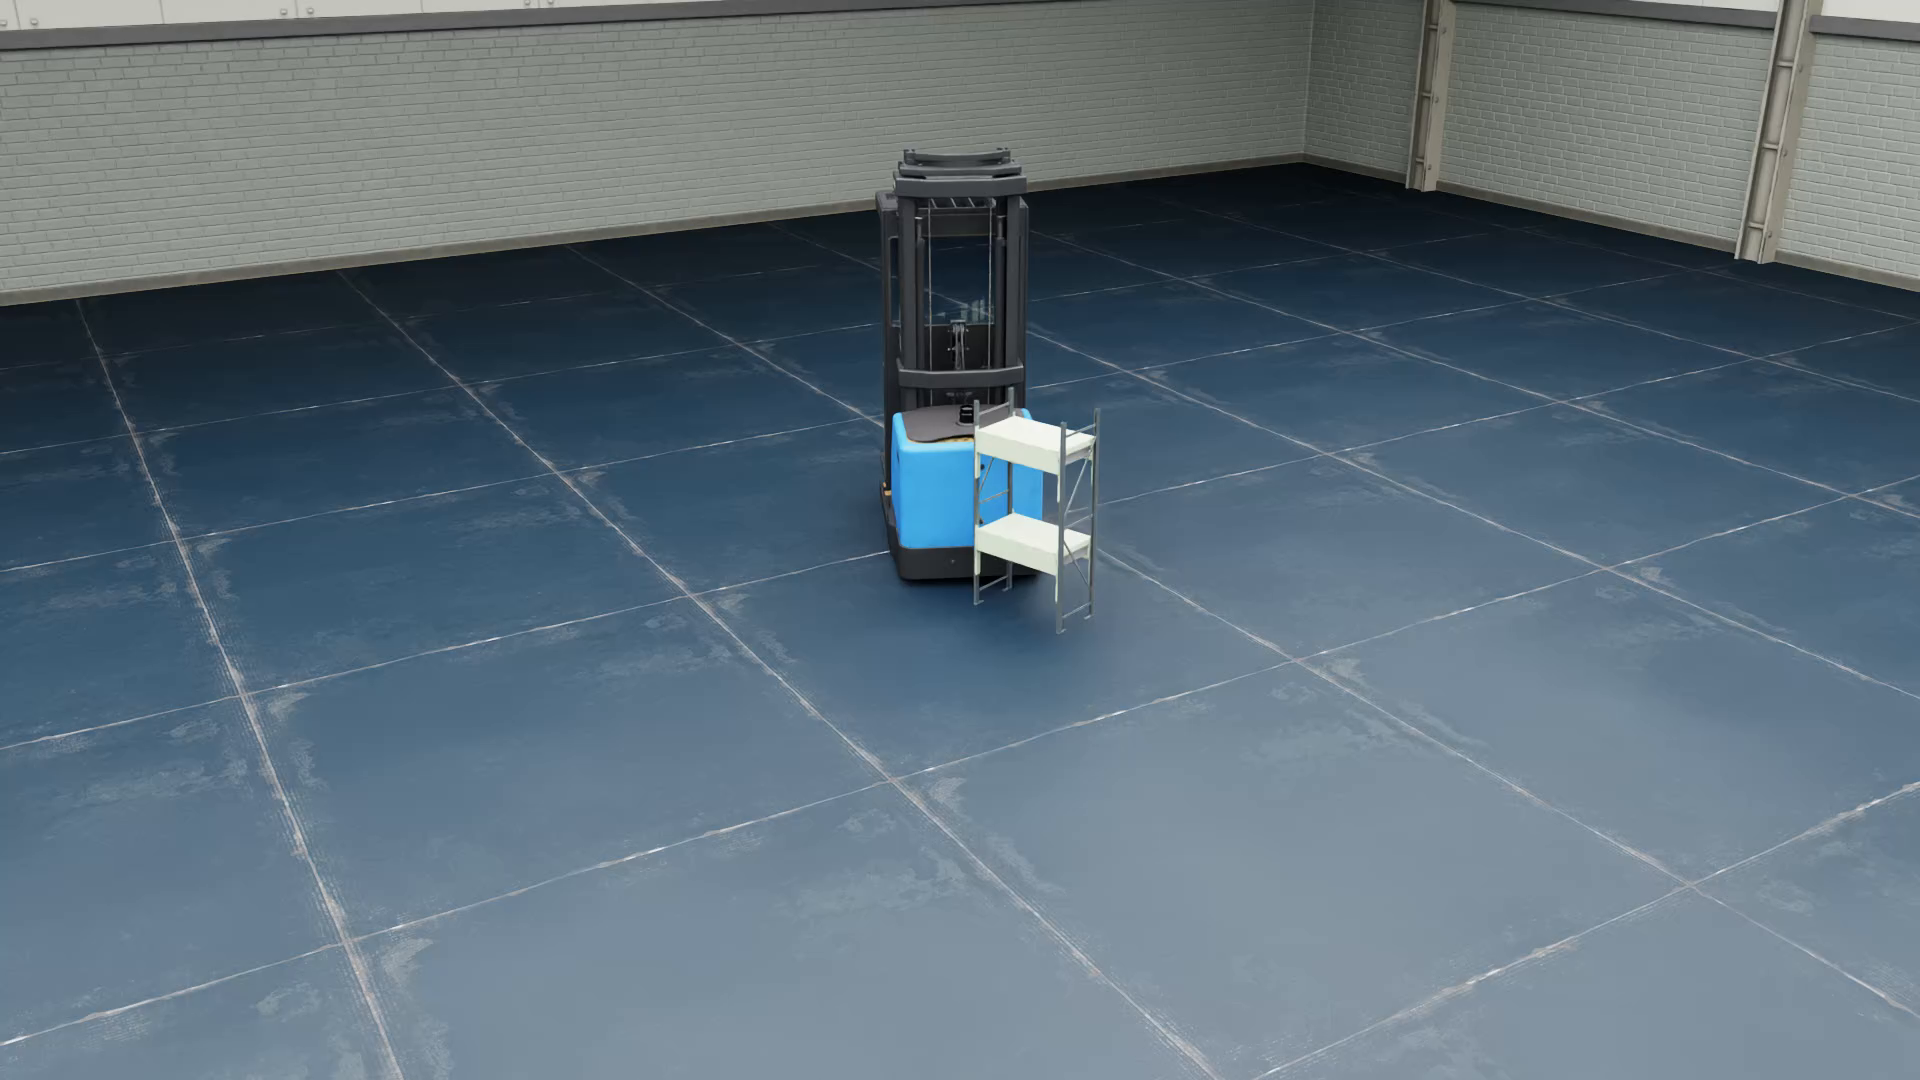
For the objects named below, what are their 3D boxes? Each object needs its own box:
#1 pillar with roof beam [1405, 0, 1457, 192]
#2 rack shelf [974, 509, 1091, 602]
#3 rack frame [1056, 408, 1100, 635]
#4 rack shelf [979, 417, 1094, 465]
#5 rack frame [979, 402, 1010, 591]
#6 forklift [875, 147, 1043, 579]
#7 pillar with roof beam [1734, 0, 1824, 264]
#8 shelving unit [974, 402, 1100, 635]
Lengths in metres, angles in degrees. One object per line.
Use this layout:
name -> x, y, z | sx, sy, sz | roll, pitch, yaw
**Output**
pillar with roof beam -> 3.692, -8.971, 22.932 | 9.100, 9.000, 0.400 | -13, 25, -28
rack shelf -> 0.510, 0.098, 11.442 | 0.720, 0.370, 0.431 | 18, 28, 37
rack frame -> 0.787, -0.114, 11.097 | 0.023, 1.500, 0.400 | 18, 28, 37
rack shelf -> 0.508, -0.655, 11.132 | 0.686, 0.124, 0.368 | 18, 28, 37
rack frame -> 0.231, -0.293, 11.538 | 0.010, 1.308, 0.380 | 18, 28, 37
forklift -> -0.066, -1.591, 12.834 | 1.130, 2.935, 3.031 | -2, 22, -6
pillar with roof beam -> 6.757, -7.029, 18.153 | 9.100, 9.000, 0.400 | -13, 25, -28
shelving unit -> 0.512, -0.203, 11.316 | 0.748, 1.500, 0.431 | 18, 28, 37
